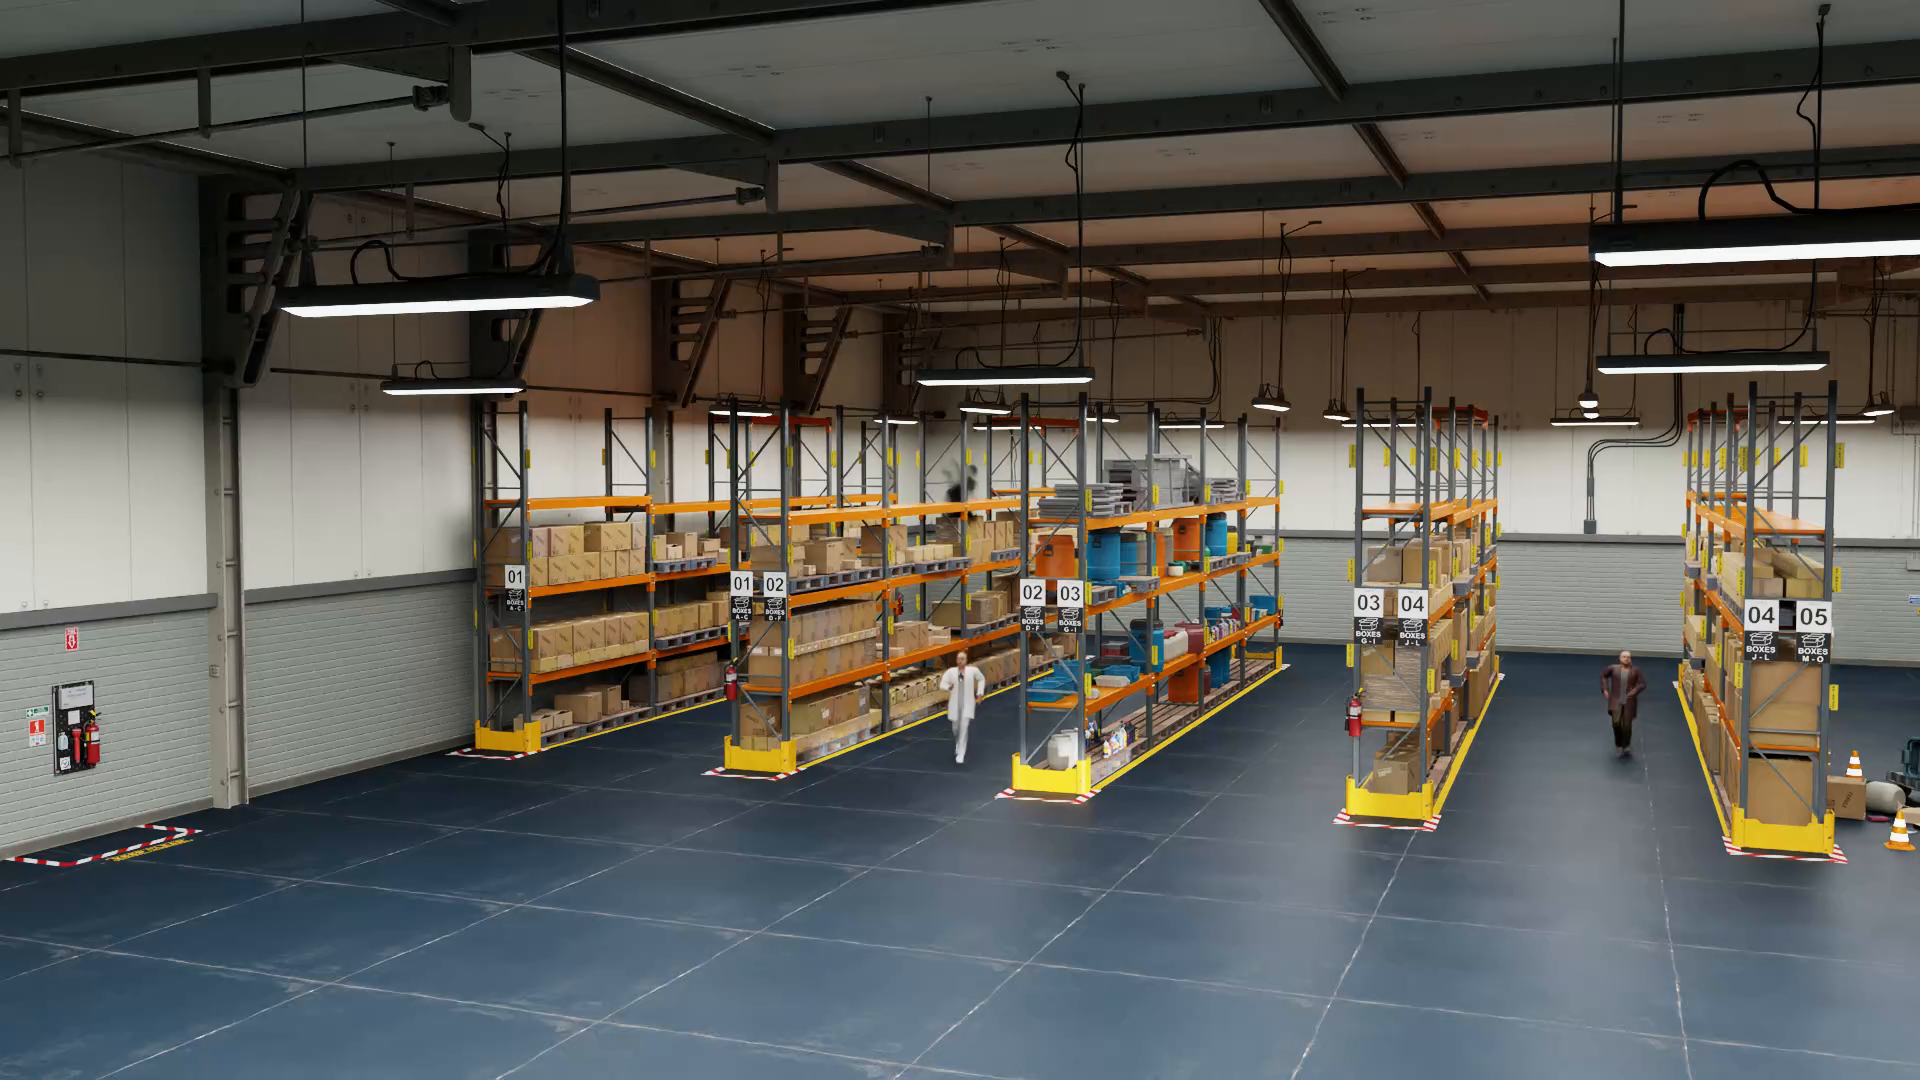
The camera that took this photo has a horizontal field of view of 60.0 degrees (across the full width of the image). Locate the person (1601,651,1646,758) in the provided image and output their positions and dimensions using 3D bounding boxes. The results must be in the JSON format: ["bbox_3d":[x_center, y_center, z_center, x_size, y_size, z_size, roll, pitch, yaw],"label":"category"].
[{"bbox_3d":[11.196,2.770,28.073,0.703,1.805,0.784,1,3,19],"label":"person"}]

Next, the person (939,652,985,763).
[{"bbox_3d":[0.024,2.738,27.577,0.720,1.763,1.063,0,3,10],"label":"person"}]
